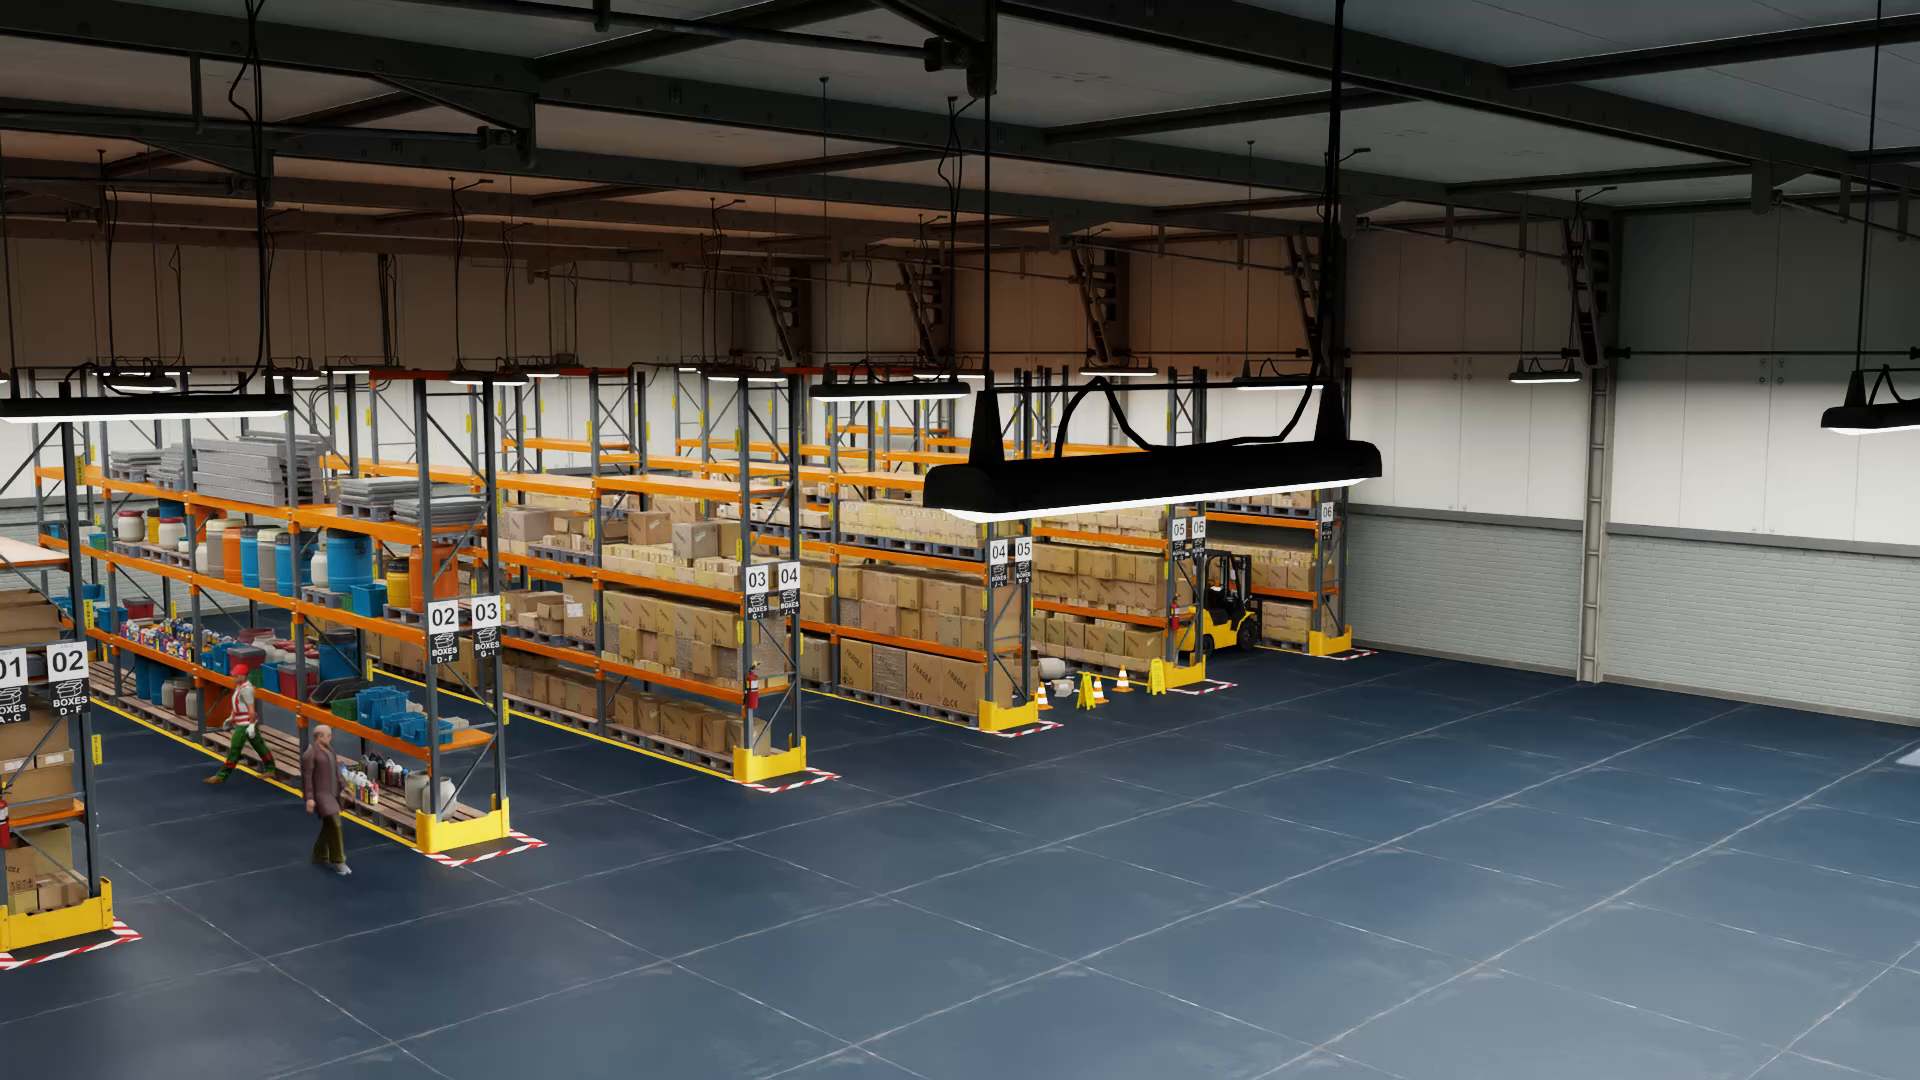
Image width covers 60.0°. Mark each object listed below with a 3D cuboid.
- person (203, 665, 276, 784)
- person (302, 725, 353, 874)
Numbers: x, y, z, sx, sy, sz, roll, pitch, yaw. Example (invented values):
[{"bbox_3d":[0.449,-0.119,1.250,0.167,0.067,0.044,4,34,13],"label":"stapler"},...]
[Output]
[{"bbox_3d":[-10.568,2.685,24.350,1.002,1.733,0.563,-3,7,-23],"label":"person"},{"bbox_3d":[-7.711,3.180,20.378,0.647,1.841,0.611,1,6,5],"label":"person"}]
